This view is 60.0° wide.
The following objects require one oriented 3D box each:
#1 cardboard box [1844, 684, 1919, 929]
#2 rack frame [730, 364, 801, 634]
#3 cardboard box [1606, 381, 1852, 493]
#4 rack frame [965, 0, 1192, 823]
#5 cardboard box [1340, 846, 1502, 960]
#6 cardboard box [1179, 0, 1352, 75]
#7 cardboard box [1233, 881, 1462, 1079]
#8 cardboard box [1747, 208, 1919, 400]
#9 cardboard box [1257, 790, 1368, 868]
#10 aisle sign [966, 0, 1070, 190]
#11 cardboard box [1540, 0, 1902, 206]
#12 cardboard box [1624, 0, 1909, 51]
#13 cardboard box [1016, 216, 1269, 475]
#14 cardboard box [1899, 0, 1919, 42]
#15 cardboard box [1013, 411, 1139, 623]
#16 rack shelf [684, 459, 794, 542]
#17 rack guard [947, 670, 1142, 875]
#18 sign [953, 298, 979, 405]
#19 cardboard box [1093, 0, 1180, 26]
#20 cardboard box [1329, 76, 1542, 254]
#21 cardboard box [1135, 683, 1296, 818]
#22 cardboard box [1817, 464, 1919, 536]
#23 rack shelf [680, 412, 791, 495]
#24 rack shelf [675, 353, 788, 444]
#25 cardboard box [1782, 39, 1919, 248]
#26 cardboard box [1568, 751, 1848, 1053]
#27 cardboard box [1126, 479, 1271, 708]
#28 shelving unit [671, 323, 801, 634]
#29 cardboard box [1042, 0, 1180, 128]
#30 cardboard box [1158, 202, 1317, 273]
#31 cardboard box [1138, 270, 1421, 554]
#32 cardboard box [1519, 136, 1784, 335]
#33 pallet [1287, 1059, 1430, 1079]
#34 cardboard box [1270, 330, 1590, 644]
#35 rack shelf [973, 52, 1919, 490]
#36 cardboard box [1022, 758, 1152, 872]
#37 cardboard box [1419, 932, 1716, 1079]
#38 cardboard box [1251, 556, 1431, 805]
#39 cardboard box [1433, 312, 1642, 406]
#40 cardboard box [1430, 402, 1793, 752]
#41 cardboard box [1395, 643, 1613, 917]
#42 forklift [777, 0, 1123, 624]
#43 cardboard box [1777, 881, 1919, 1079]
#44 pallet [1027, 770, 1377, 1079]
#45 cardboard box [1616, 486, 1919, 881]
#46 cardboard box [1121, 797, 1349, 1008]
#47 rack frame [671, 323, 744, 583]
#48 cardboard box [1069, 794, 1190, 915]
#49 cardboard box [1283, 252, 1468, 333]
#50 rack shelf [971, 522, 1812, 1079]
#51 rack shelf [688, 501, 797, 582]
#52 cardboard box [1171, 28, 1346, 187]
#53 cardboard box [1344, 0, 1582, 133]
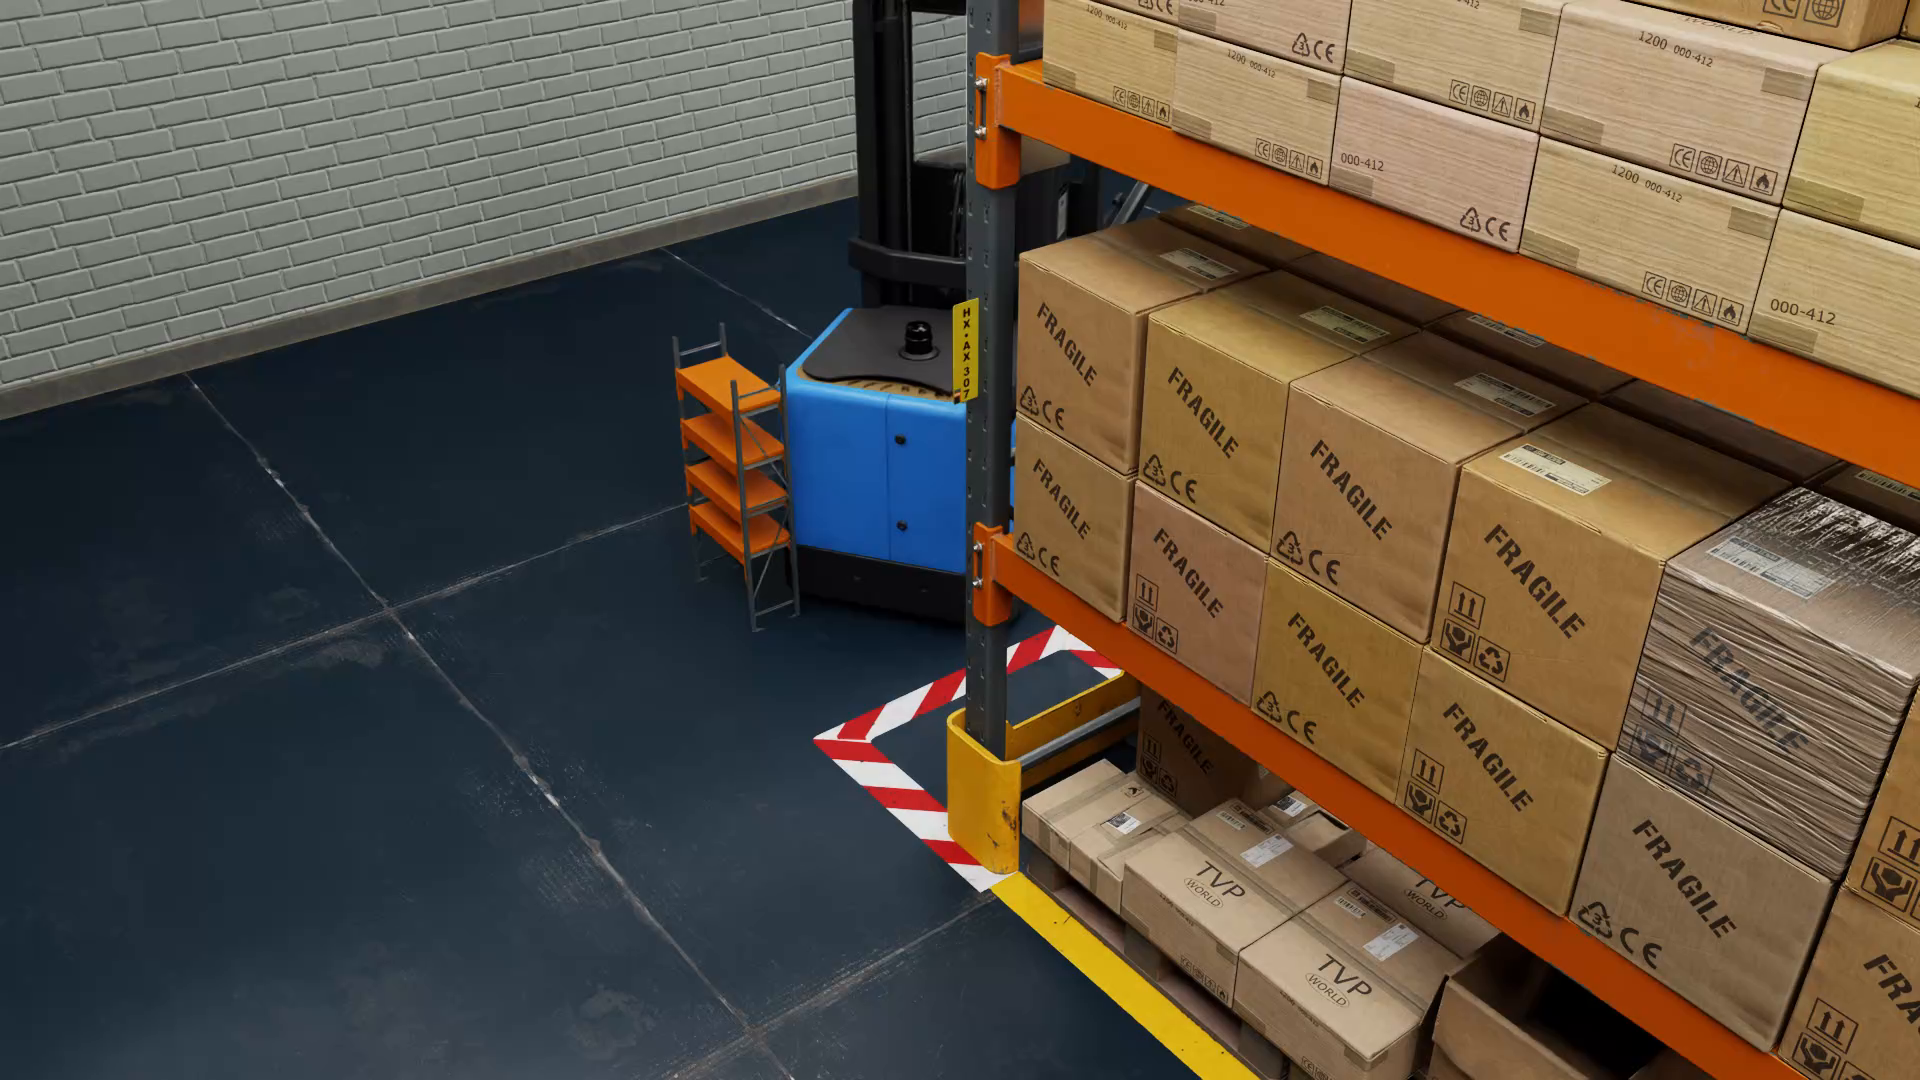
[{"bbox_3d":[2.071,0.487,3.081,0.500,0.500,0.500,-23,39,-32],"label":"cardboard box"},{"bbox_3d":[-0.794,-0.148,6.852,0.240,1.200,0.015,-21,38,-30],"label":"rack frame"},{"bbox_3d":[1.886,-0.105,4.034,0.500,0.500,0.500,-21,38,-30],"label":"cardboard box"},{"bbox_3d":[0.449,-0.374,5.509,1.000,3.000,0.127,-22,38,-31],"label":"rack frame"},{"bbox_3d":[1.535,1.160,5.228,0.500,0.250,0.500,-22,38,-31],"label":"cardboard box"},{"bbox_3d":[0.859,-1.288,3.805,0.500,0.250,0.500,-22,38,-31],"label":"cardboard box"},{"bbox_3d":[1.171,1.343,4.934,0.500,0.250,0.500,-22,38,-31],"label":"cardboard box"},{"bbox_3d":[1.782,-0.451,2.933,0.500,0.250,0.500,-22,38,-31],"label":"cardboard box"},{"bbox_3d":[1.154,0.988,5.585,0.380,0.166,0.250,-22,38,-31],"label":"cardboard box"},{"bbox_3d":[0.175,-1.411,4.716,0.394,0.787,0.004,-22,38,-31],"label":"aisle sign"},{"bbox_3d":[1.474,-0.872,3.136,0.500,0.250,0.500,-22,38,-31],"label":"cardboard box"},{"bbox_3d":[1.640,-1.258,3.047,0.700,0.500,0.500,-22,38,-31],"label":"cardboard box"},{"bbox_3d":[0.512,-0.571,4.783,0.500,0.500,0.500,-21,38,-30],"label":"cardboard box"},{"bbox_3d":[2.067,-1.099,2.791,0.700,0.500,0.500,-22,38,-31],"label":"cardboard box"},{"bbox_3d":[0.512,-0.146,5.047,0.500,0.500,0.500,-21,38,-30],"label":"cardboard box"},{"bbox_3d":[-0.938,-0.195,7.055,0.258,0.148,0.480,-21,38,-30],"label":"rack shelf"},{"bbox_3d":[0.495,0.720,6.117,1.175,0.500,0.348,-22,38,-31],"label":"rack guard"},{"bbox_3d":[0.020,-0.566,4.997,0.100,0.325,0.005,-22,38,-31],"label":"sign"},{"bbox_3d":[0.558,-1.498,4.145,0.500,0.250,0.500,-22,38,-31],"label":"cardboard box"},{"bbox_3d":[1.167,-0.867,3.603,0.500,0.250,0.500,-22,38,-31],"label":"cardboard box"},{"bbox_3d":[0.977,0.648,5.816,0.500,0.500,0.500,-22,38,-31],"label":"cardboard box"},{"bbox_3d":[2.203,0.109,3.688,0.500,0.500,0.500,-24,39,-33],"label":"cardboard box"},{"bbox_3d":[-0.938,-0.385,6.937,0.258,0.148,0.480,-21,38,-30],"label":"rack shelf"},{"bbox_3d":[-0.938,-0.586,6.812,0.258,0.148,0.480,-21,38,-30],"label":"rack shelf"},{"bbox_3d":[1.780,-0.663,2.800,0.500,0.250,0.500,-22,38,-31],"label":"cardboard box"},{"bbox_3d":[1.758,0.698,3.689,0.500,0.500,0.500,-21,38,-30],"label":"cardboard box"},{"bbox_3d":[0.833,0.067,4.704,0.500,0.500,0.500,-23,38,-32],"label":"cardboard box"},{"bbox_3d":[-0.938,-0.252,7.019,0.258,1.200,0.503,-21,38,-30],"label":"shelving unit"},{"bbox_3d":[0.563,-1.288,4.280,0.500,0.250,0.500,-22,38,-31],"label":"cardboard box"},{"bbox_3d":[0.939,-0.744,5.063,0.500,0.500,0.500,-23,38,-32],"label":"cardboard box"},{"bbox_3d":[0.839,-0.355,4.437,0.500,0.500,0.500,-22,38,-31],"label":"cardboard box"},{"bbox_3d":[1.479,-0.661,3.271,0.500,0.250,0.500,-22,38,-31],"label":"cardboard box"},{"bbox_3d":[1.729,1.683,4.841,1.003,0.211,1.213,-22,38,-31],"label":"pallet"},{"bbox_3d":[1.142,-0.145,4.098,0.500,0.500,0.500,-22,38,-31],"label":"cardboard box"},{"bbox_3d":[1.675,-0.509,3.565,1.077,0.370,4.000,-22,38,-31],"label":"rack shelf"},{"bbox_3d":[0.434,0.936,5.685,0.380,0.149,0.250,-22,38,-31],"label":"cardboard box"},{"bbox_3d":[1.745,1.386,4.625,0.797,0.503,0.637,-22,38,-31],"label":"cardboard box"},{"bbox_3d":[1.138,0.278,4.365,0.500,0.500,0.500,-22,38,-32],"label":"cardboard box"},{"bbox_3d":[1.571,-0.320,4.379,0.500,0.500,0.500,-21,38,-30],"label":"cardboard box"},{"bbox_3d":[1.454,0.066,3.758,0.500,0.500,0.500,-23,38,-32],"label":"cardboard box"},{"bbox_3d":[1.444,0.486,4.029,0.500,0.500,0.500,-22,38,-31],"label":"cardboard box"},{"bbox_3d":[0.183,-1.644,7.619,1.130,2.935,3.031,10,33,16],"label":"forklift"},{"bbox_3d":[2.075,0.911,3.345,0.500,0.500,0.500,-21,38,-30],"label":"cardboard box"},{"bbox_3d":[0.985,1.175,5.659,1.003,0.211,1.213,-22,38,-31],"label":"pallet"},{"bbox_3d":[1.762,0.276,3.419,0.500,0.500,0.500,-22,38,-31],"label":"cardboard box"},{"bbox_3d":[0.865,1.134,5.270,0.500,0.250,0.500,-22,38,-31],"label":"cardboard box"},{"bbox_3d":[-1.082,-0.356,7.187,0.240,1.200,0.015,-21,38,-30],"label":"rack frame"},{"bbox_3d":[0.587,1.033,5.512,0.380,0.166,0.250,-22,38,-31],"label":"cardboard box"},{"bbox_3d":[1.249,-0.534,4.724,0.500,0.500,0.500,-21,38,-30],"label":"cardboard box"},{"bbox_3d":[1.675,0.765,4.356,1.077,0.370,4.000,-22,38,-31],"label":"rack shelf"},{"bbox_3d":[-0.938,-0.027,7.159,0.258,0.148,0.480,-21,38,-30],"label":"rack shelf"},{"bbox_3d":[0.859,-1.075,3.937,0.500,0.250,0.500,-22,38,-31],"label":"cardboard box"},{"bbox_3d":[1.171,-1.081,3.473,0.500,0.250,0.500,-22,38,-31],"label":"cardboard box"}]
